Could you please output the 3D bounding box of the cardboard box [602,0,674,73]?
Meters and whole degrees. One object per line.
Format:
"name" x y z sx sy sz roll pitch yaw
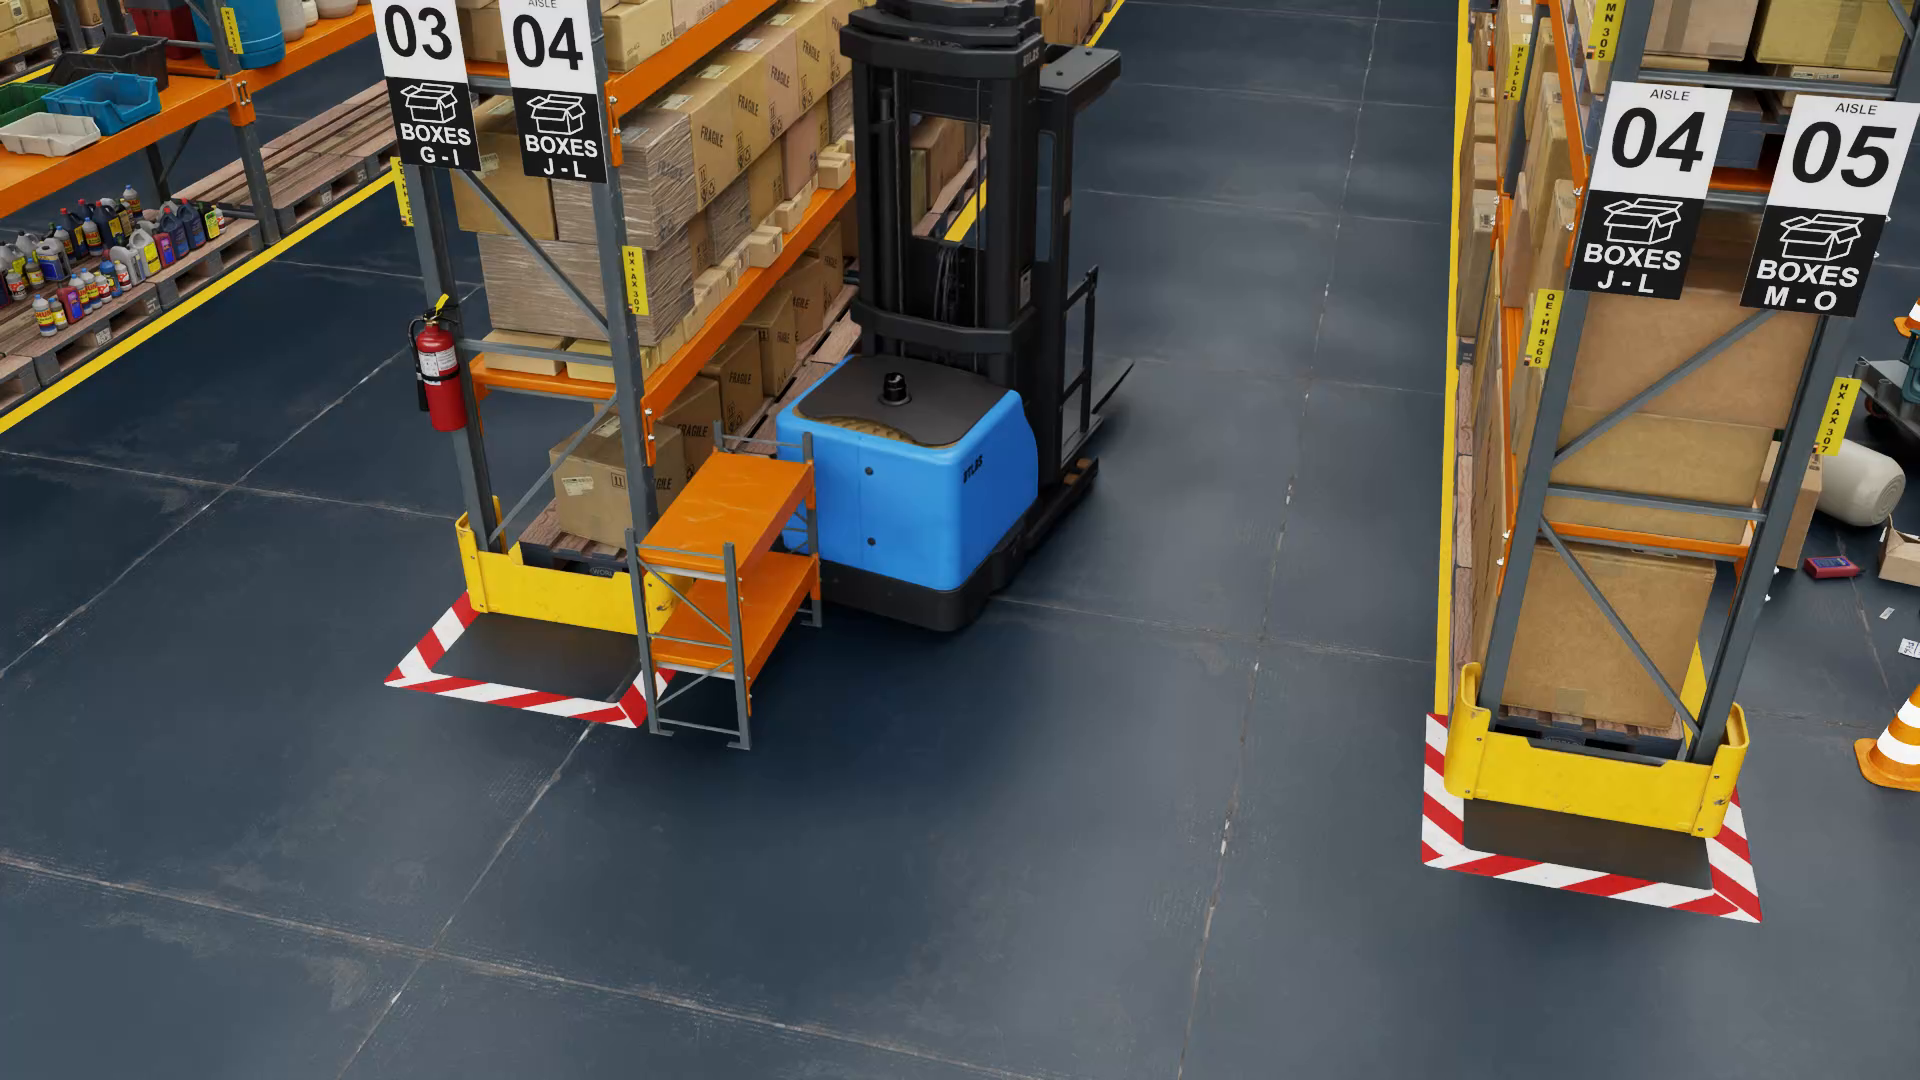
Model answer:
"cardboard box" -1.616 -2.292 7.403 0.500 0.250 0.500 9 34 14

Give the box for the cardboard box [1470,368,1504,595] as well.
"cardboard box" 3.114 -0.245 8.429 0.875 0.875 0.875 8 33 12

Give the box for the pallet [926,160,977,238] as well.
"pallet" -0.469 -2.813 13.478 1.003 0.211 1.213 8 33 12

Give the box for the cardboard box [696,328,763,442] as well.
"cardboard box" -1.517 -0.956 9.896 0.500 0.500 0.500 11 34 17

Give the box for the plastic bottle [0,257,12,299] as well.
"plastic bottle" -6.611 -1.797 11.409 0.152 0.276 0.135 7 33 11

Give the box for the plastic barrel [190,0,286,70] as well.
"plastic barrel" -5.372 -3.995 12.271 0.600 0.901 0.708 8 33 12

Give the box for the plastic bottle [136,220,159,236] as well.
"plastic bottle" -5.847 -2.195 12.035 0.152 0.276 0.135 8 33 12

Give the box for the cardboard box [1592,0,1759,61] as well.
"cardboard box" 2.638 -1.986 6.160 0.500 0.250 0.500 8 33 13

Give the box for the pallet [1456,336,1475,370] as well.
"pallet" 3.922 -1.456 11.344 1.003 0.211 1.213 8 33 12

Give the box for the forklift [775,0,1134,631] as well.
"forklift" 0.157 -1.549 8.954 1.130 2.935 3.031 14 35 21

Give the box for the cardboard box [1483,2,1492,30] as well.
"cardboard box" 4.996 -4.653 15.012 0.500 0.250 0.500 9 33 14

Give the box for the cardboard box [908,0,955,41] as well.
"cardboard box" -0.636 -3.774 11.440 1.000 1.000 1.000 8 33 13

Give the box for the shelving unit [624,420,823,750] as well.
"shelving unit" -1.083 0.195 7.894 0.538 1.125 1.048 8 33 13

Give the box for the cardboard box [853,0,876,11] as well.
"cardboard box" -0.821 -3.269 10.294 0.500 0.500 0.500 8 33 12

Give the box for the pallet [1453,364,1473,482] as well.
"pallet" 3.531 -0.662 10.094 1.003 0.211 1.213 8 33 12

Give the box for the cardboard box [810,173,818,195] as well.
"cardboard box" -1.084 -2.186 10.127 0.380 0.149 0.250 8 33 12

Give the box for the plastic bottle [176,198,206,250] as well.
"plastic bottle" -5.648 -2.319 12.161 0.144 0.351 0.185 7 33 11

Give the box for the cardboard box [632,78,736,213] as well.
"cardboard box" -1.451 -1.971 8.252 0.500 0.500 0.500 8 33 12

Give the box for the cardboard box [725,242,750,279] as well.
"cardboard box" -1.374 -1.533 9.100 0.380 0.149 0.250 8 33 12

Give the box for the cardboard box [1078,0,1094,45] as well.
"cardboard box" 0.688 -5.583 16.826 1.225 0.875 0.875 7 33 11

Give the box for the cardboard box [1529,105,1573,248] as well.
"cardboard box" 3.248 -1.716 8.007 0.875 0.550 0.500 8 33 12

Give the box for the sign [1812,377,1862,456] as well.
"sign" 3.319 -0.467 6.308 0.100 0.325 0.005 8 33 12

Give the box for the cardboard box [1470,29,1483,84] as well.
"cardboard box" 4.982 -4.343 15.224 0.500 0.500 0.500 7 33 10

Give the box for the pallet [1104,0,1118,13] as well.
"pallet" 1.326 -6.309 18.977 1.003 0.211 1.213 8 33 12

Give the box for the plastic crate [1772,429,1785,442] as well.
"plastic crate" 5.022 -0.791 10.266 0.662 0.188 0.450 -28 32 -37

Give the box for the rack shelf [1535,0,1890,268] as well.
"rack shelf" 3.292 -2.147 7.706 1.077 0.370 4.000 8 33 12

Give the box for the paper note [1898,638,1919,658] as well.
"paper note" 4.814 0.546 8.364 0.144 0.017 0.142 20 38 29

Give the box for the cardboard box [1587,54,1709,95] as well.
"cardboard box" 2.541 -1.745 6.152 0.380 0.149 0.250 8 33 12

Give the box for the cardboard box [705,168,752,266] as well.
"cardboard box" -1.642 -1.853 8.999 0.875 0.500 0.500 8 33 12

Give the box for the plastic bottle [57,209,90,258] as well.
"plastic bottle" -6.418 -2.232 12.024 0.144 0.351 0.185 7 33 10

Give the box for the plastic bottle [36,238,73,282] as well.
"plastic bottle" -6.376 -1.973 11.686 0.152 0.276 0.135 8 33 12

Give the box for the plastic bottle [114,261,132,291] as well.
"plastic bottle" -5.827 -1.840 11.546 0.097 0.201 0.097 0 32 0

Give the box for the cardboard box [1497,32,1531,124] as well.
"cardboard box" 3.929 -3.096 11.231 0.500 0.500 0.500 8 33 13

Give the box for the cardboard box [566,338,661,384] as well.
"cardboard box" -1.685 -0.884 8.079 0.380 0.149 0.250 8 33 12

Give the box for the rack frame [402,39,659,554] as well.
"rack frame" -1.988 -0.874 7.830 1.000 3.000 0.127 8 33 12

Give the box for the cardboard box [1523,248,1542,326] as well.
"cardboard box" 3.311 -1.251 8.282 0.875 0.550 0.500 8 33 12

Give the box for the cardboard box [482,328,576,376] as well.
"cardboard box" -2.115 -0.944 8.174 0.380 0.149 0.250 8 33 12

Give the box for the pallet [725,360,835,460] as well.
"pallet" -1.417 -0.785 10.288 1.003 0.211 1.213 8 33 12

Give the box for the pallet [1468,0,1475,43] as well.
"pallet" 5.966 -5.550 17.784 1.003 0.211 1.213 8 33 12

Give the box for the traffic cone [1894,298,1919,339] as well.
"traffic cone" 6.680 -1.651 11.416 0.336 0.463 0.334 8 33 12

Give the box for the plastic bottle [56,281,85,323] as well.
"plastic bottle" -5.942 -1.602 11.095 0.061 0.283 0.133 9 33 13

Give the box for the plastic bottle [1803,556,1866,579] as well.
"plastic bottle" 4.719 0.146 8.964 0.283 0.061 0.133 -3 33 -4

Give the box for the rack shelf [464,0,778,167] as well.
"rack shelf" -1.480 -2.875 8.850 1.077 0.370 4.000 8 33 12

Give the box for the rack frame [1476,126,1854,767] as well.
"rack frame" 2.784 -0.147 6.685 1.000 3.000 0.127 8 33 12

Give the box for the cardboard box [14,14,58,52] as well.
"cardboard box" -9.436 -5.087 16.628 0.500 0.250 0.500 9 33 14

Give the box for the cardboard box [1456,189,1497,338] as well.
"cardboard box" 3.870 -1.785 10.967 1.050 0.750 0.750 8 33 12

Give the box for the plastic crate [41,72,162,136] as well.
"plastic crate" -5.782 -2.950 11.234 0.499 0.251 0.616 8 33 12

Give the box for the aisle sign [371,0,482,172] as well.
"aisle sign" -2.294 -1.980 7.146 0.394 0.787 0.004 8 33 12

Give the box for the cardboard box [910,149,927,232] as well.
"cardboard box" -0.657 -2.642 12.529 0.700 0.500 0.500 8 33 12
